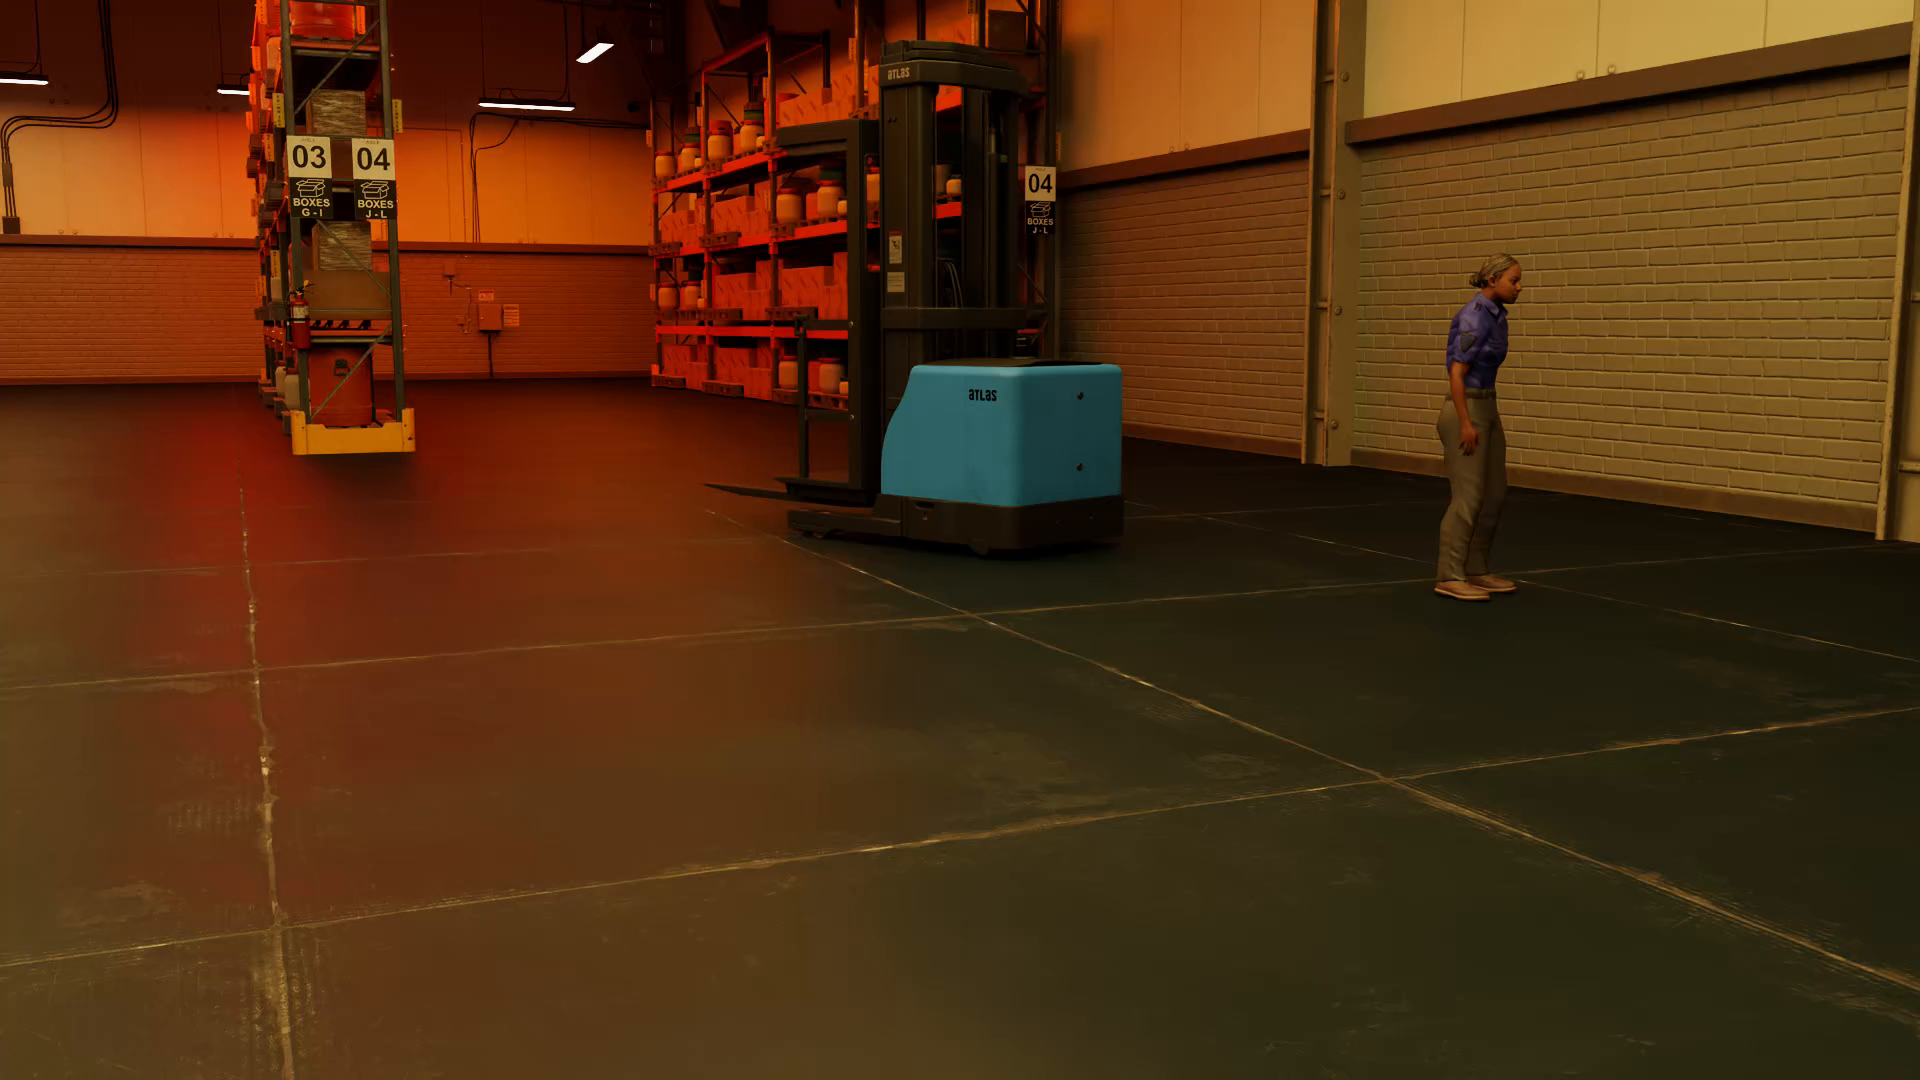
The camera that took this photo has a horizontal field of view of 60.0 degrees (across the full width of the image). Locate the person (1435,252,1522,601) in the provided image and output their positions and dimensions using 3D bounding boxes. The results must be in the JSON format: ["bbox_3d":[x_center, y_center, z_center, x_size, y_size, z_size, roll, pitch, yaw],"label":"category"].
[{"bbox_3d":[2.515,-0.558,8.068,0.351,1.653,0.526,6,9,36],"label":"person"}]

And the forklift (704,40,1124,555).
[{"bbox_3d":[-0.436,-1.509,10.383,3.031,2.935,1.130,7,10,44],"label":"forklift"}]
